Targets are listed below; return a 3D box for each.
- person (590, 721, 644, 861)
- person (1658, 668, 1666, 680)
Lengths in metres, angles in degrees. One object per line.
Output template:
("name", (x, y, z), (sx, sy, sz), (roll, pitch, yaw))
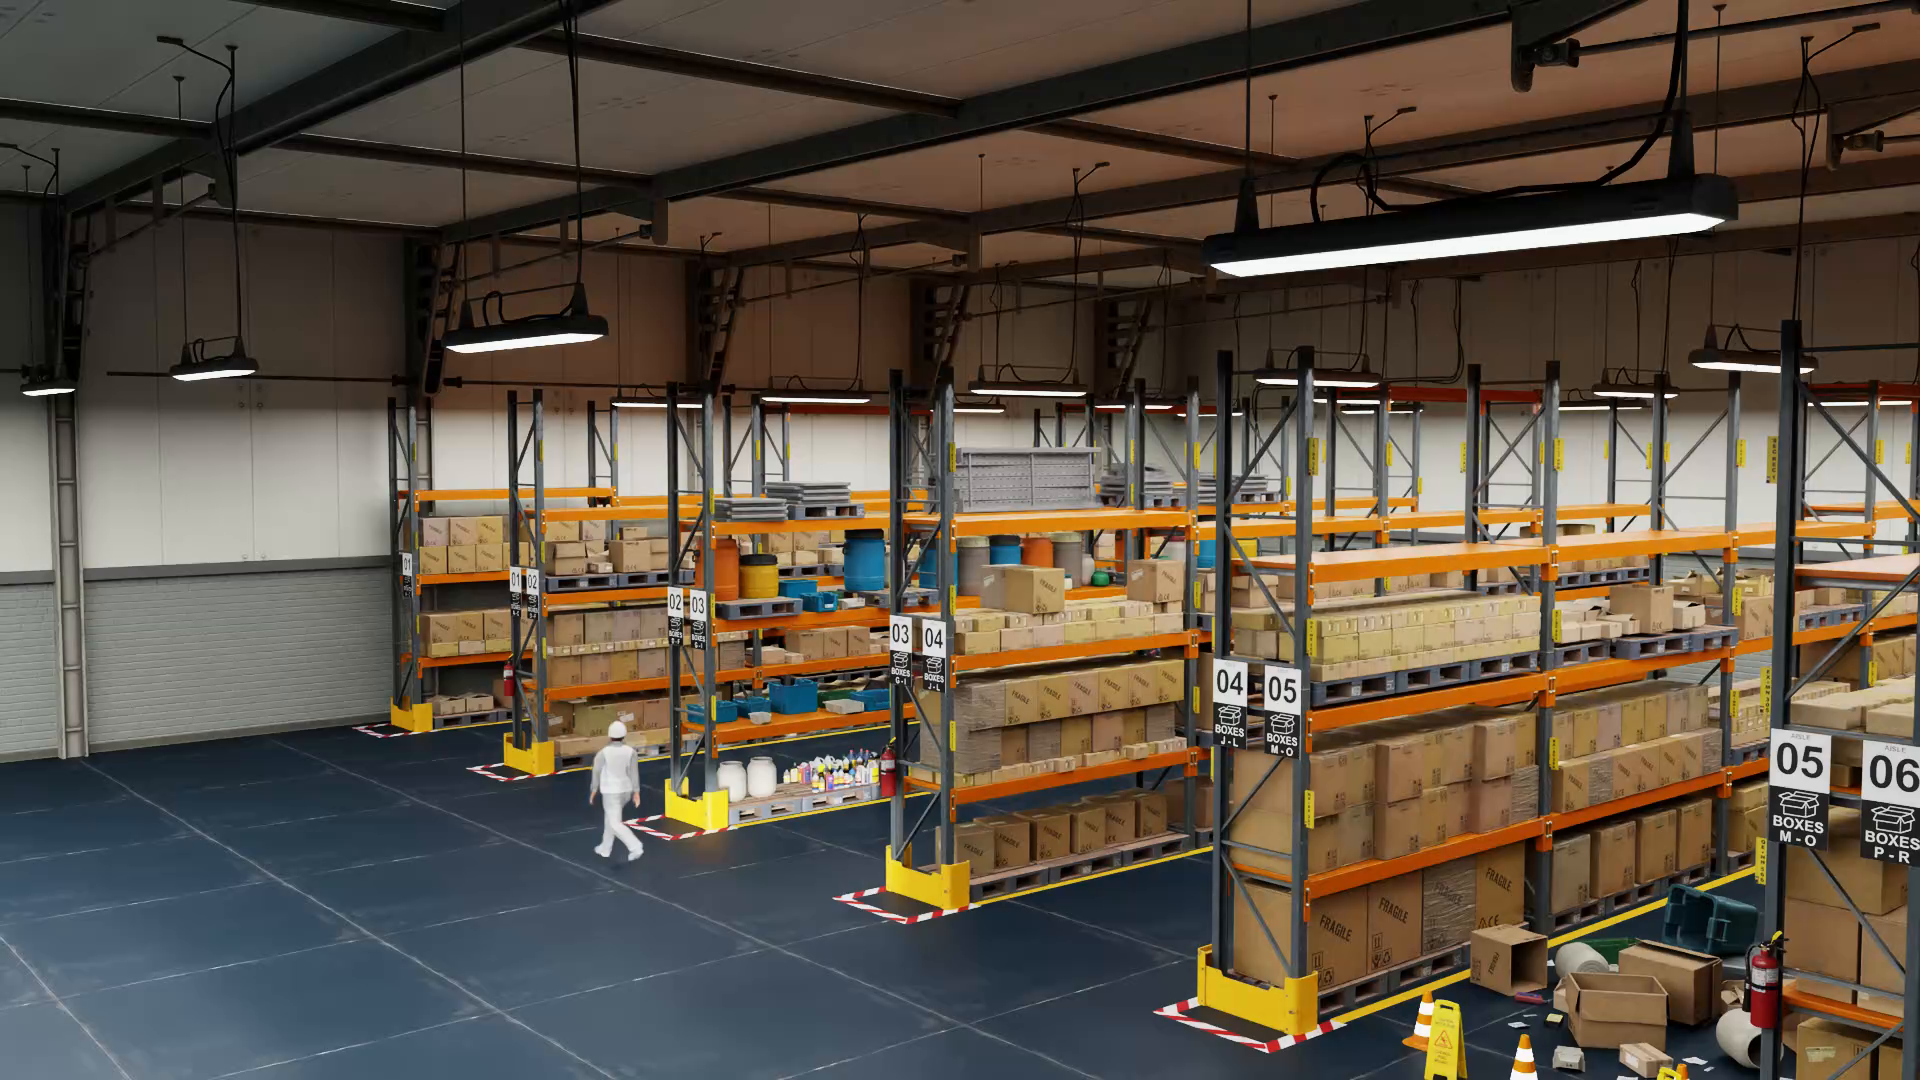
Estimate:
("person", (-4.246, 3.100, 20.506), (0.971, 1.744, 0.495), (2, 4, 27))
("person", (11.007, 2.784, 26.322), (0.493, 1.685, 0.363), (-1, 4, -22))
